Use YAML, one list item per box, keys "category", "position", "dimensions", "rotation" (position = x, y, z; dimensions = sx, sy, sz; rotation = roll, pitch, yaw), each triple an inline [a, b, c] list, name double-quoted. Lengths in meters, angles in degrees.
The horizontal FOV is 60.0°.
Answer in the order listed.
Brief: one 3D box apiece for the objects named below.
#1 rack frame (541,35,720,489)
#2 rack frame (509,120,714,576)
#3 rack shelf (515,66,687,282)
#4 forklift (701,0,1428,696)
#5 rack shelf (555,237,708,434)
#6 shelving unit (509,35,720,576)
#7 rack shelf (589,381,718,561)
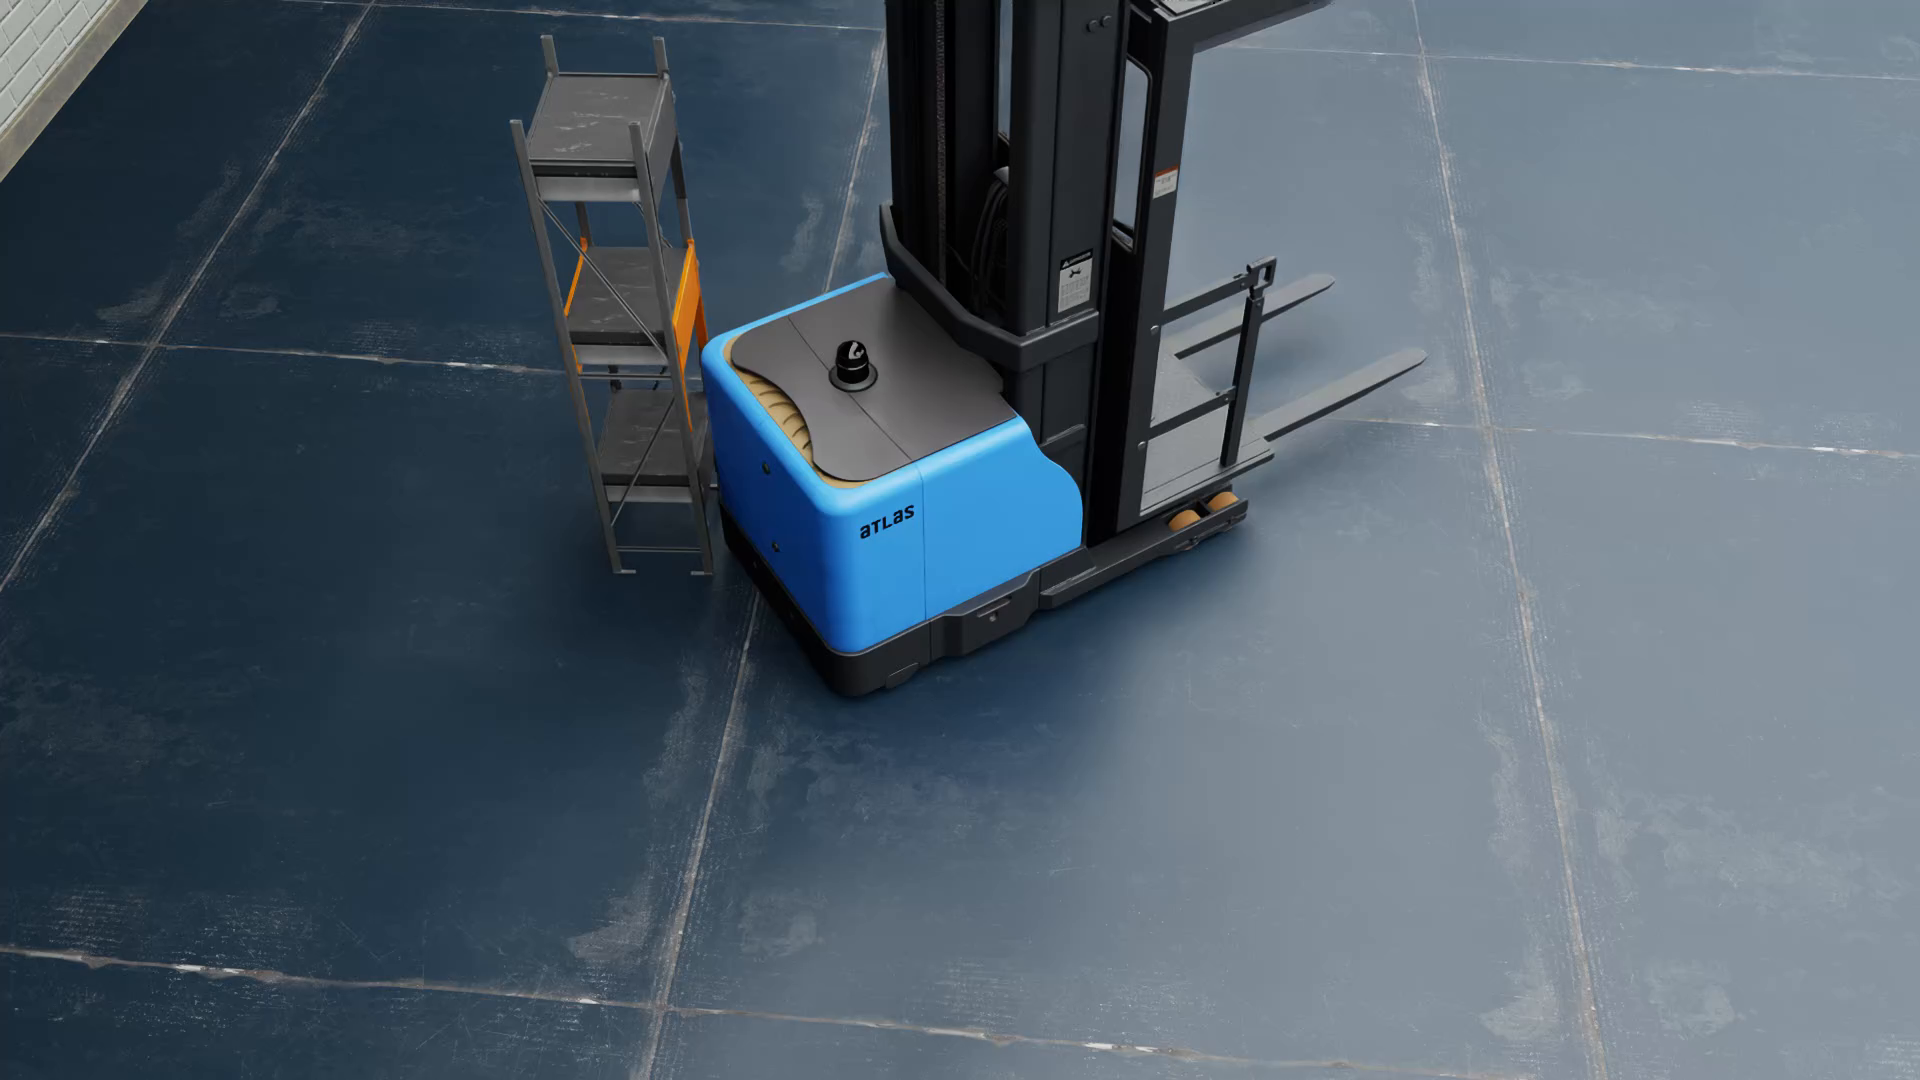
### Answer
- category: "rack frame"
  position: [-1.171, -0.933, 6.206]
  dimensions: [0.400, 2.100, 0.015]
  rotation: [1, 48, 1]
- category: "rack frame"
  position: [-1.183, -0.573, 5.877]
  dimensions: [0.400, 2.100, 0.015]
  rotation: [1, 48, 1]
- category: "rack shelf"
  position: [-1.176, -1.216, 5.535]
  dimensions: [0.431, 0.518, 0.480]
  rotation: [1, 48, 1]
- category: "forklift"
  position: [0.572, -1.254, 5.937]
  dimensions: [3.031, 2.935, 1.130]
  rotation: [-25, 52, -21]
- category: "rack shelf"
  position: [-1.177, -0.744, 6.051]
  dimensions: [0.431, 0.518, 0.480]
  rotation: [1, 48, 1]
- category: "shelving unit"
  position: [-1.177, -0.753, 6.041]
  dimensions: [0.431, 2.100, 0.503]
  rotation: [1, 48, 1]
- category: "rack shelf"
  position: [-1.178, -0.272, 6.568]
  dimensions: [0.431, 0.518, 0.480]
  rotation: [1, 48, 1]
